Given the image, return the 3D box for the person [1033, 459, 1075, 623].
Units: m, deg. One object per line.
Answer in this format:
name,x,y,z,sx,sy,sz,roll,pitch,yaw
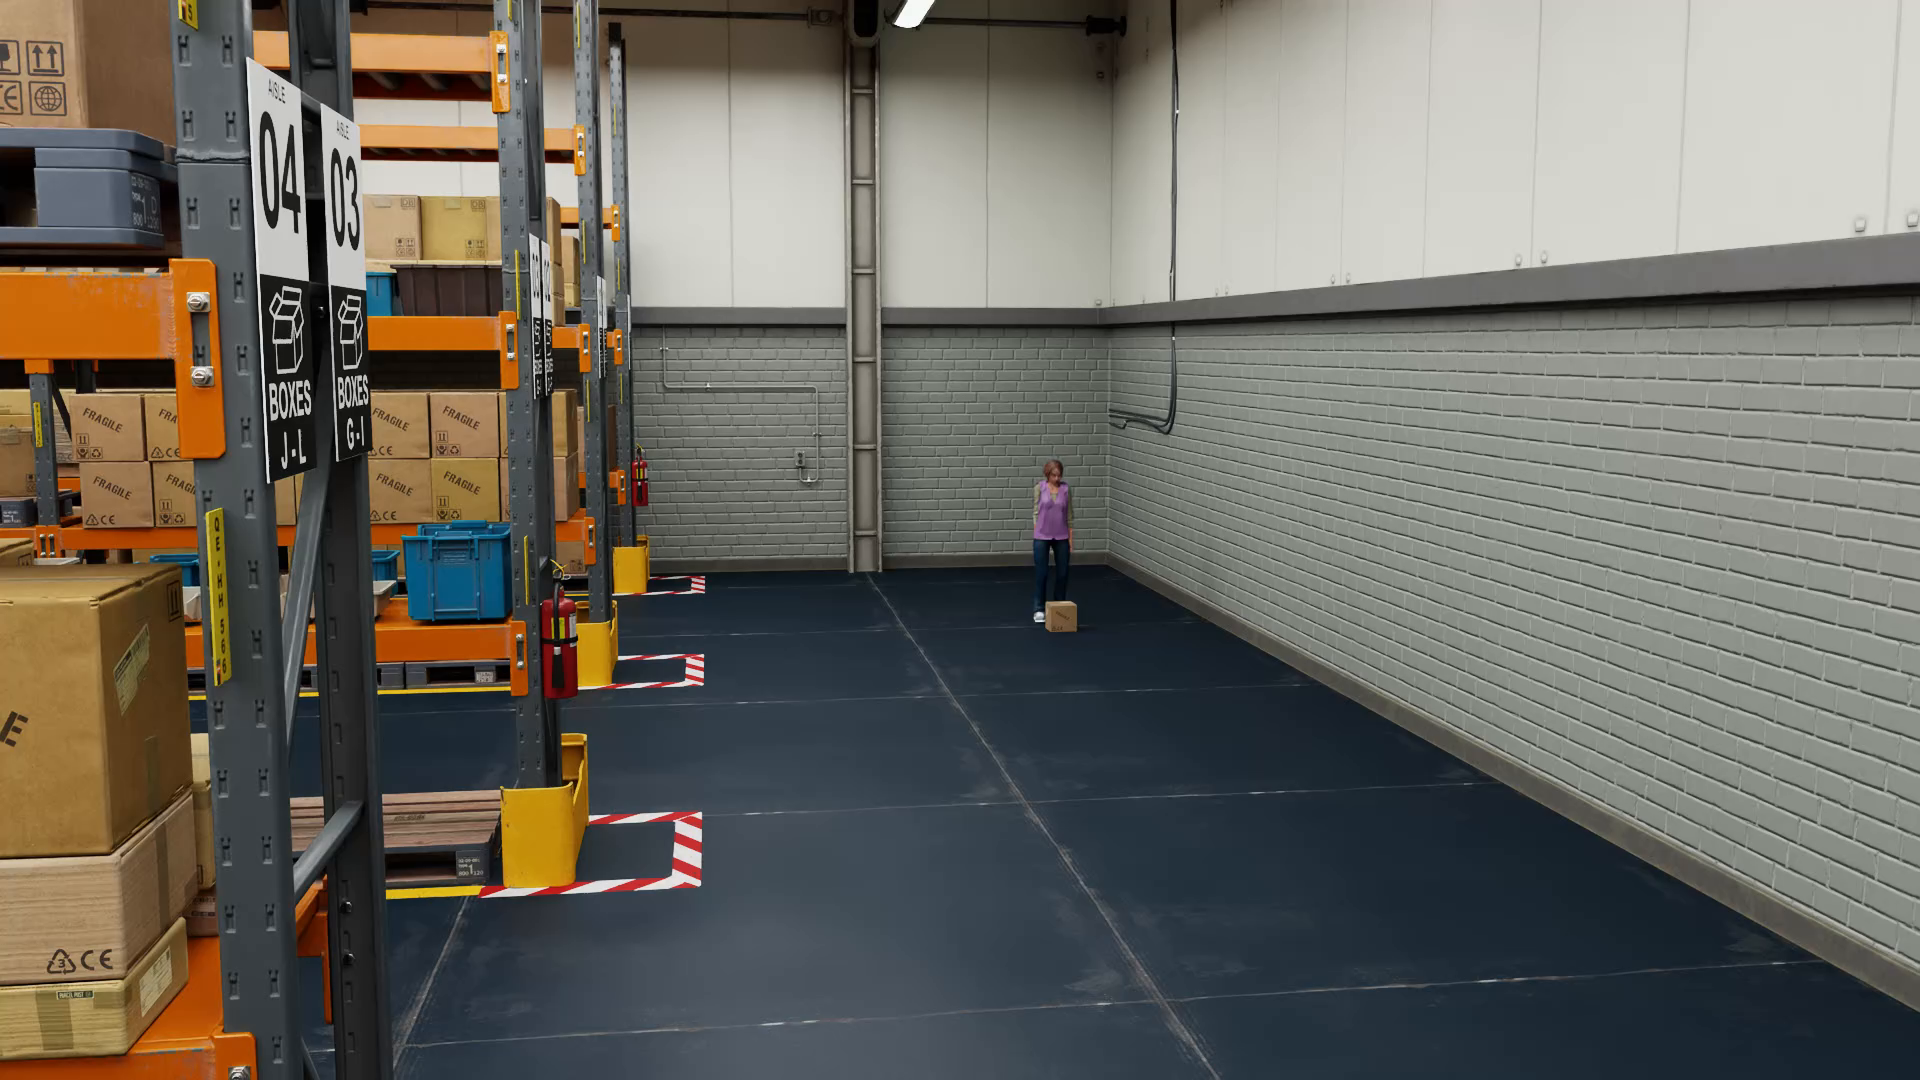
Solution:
person,0.904,0.005,16.054,0.410,1.591,0.305,-1,7,-8
